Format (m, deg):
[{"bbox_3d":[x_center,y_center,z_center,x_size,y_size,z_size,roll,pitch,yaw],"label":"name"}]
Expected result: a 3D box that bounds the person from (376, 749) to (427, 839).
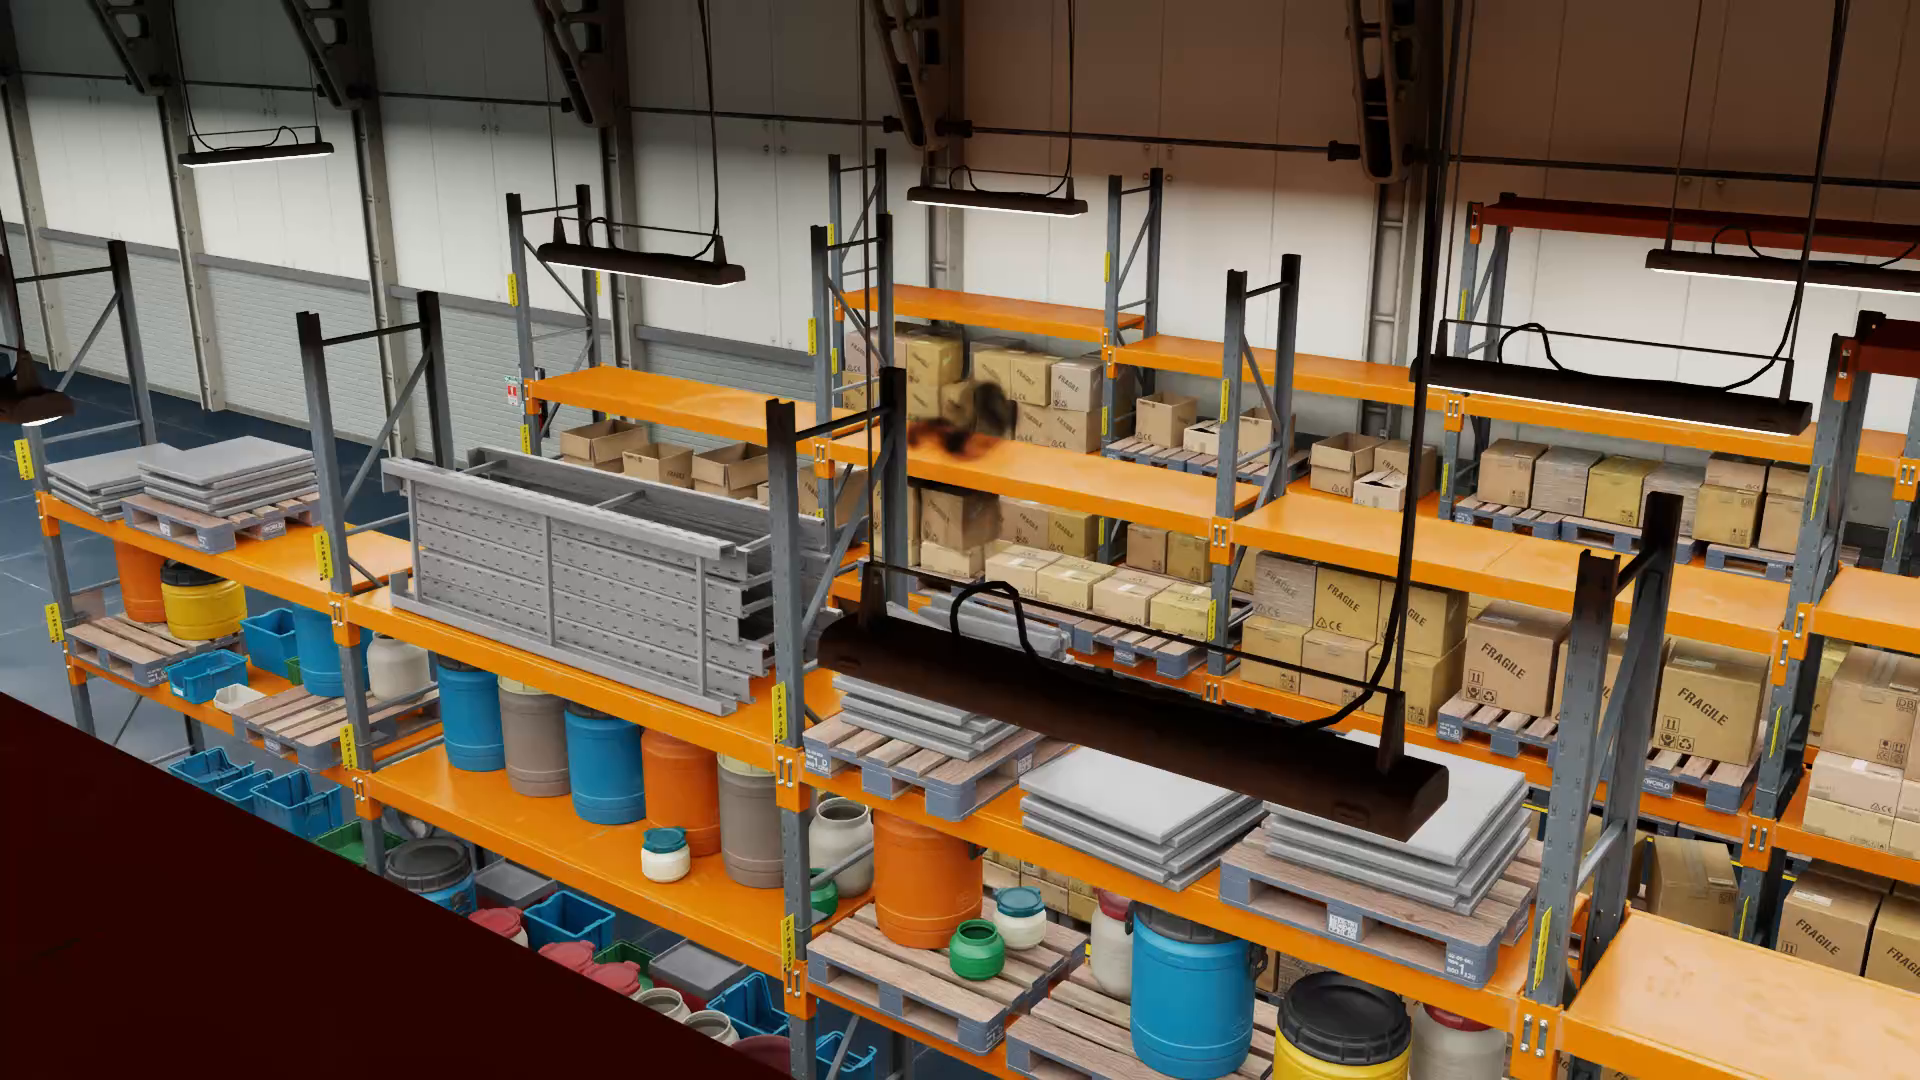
[{"bbox_3d":[-5.097,2.225,15.154,0.757,1.708,0.677,10,21,29],"label":"person"}]
